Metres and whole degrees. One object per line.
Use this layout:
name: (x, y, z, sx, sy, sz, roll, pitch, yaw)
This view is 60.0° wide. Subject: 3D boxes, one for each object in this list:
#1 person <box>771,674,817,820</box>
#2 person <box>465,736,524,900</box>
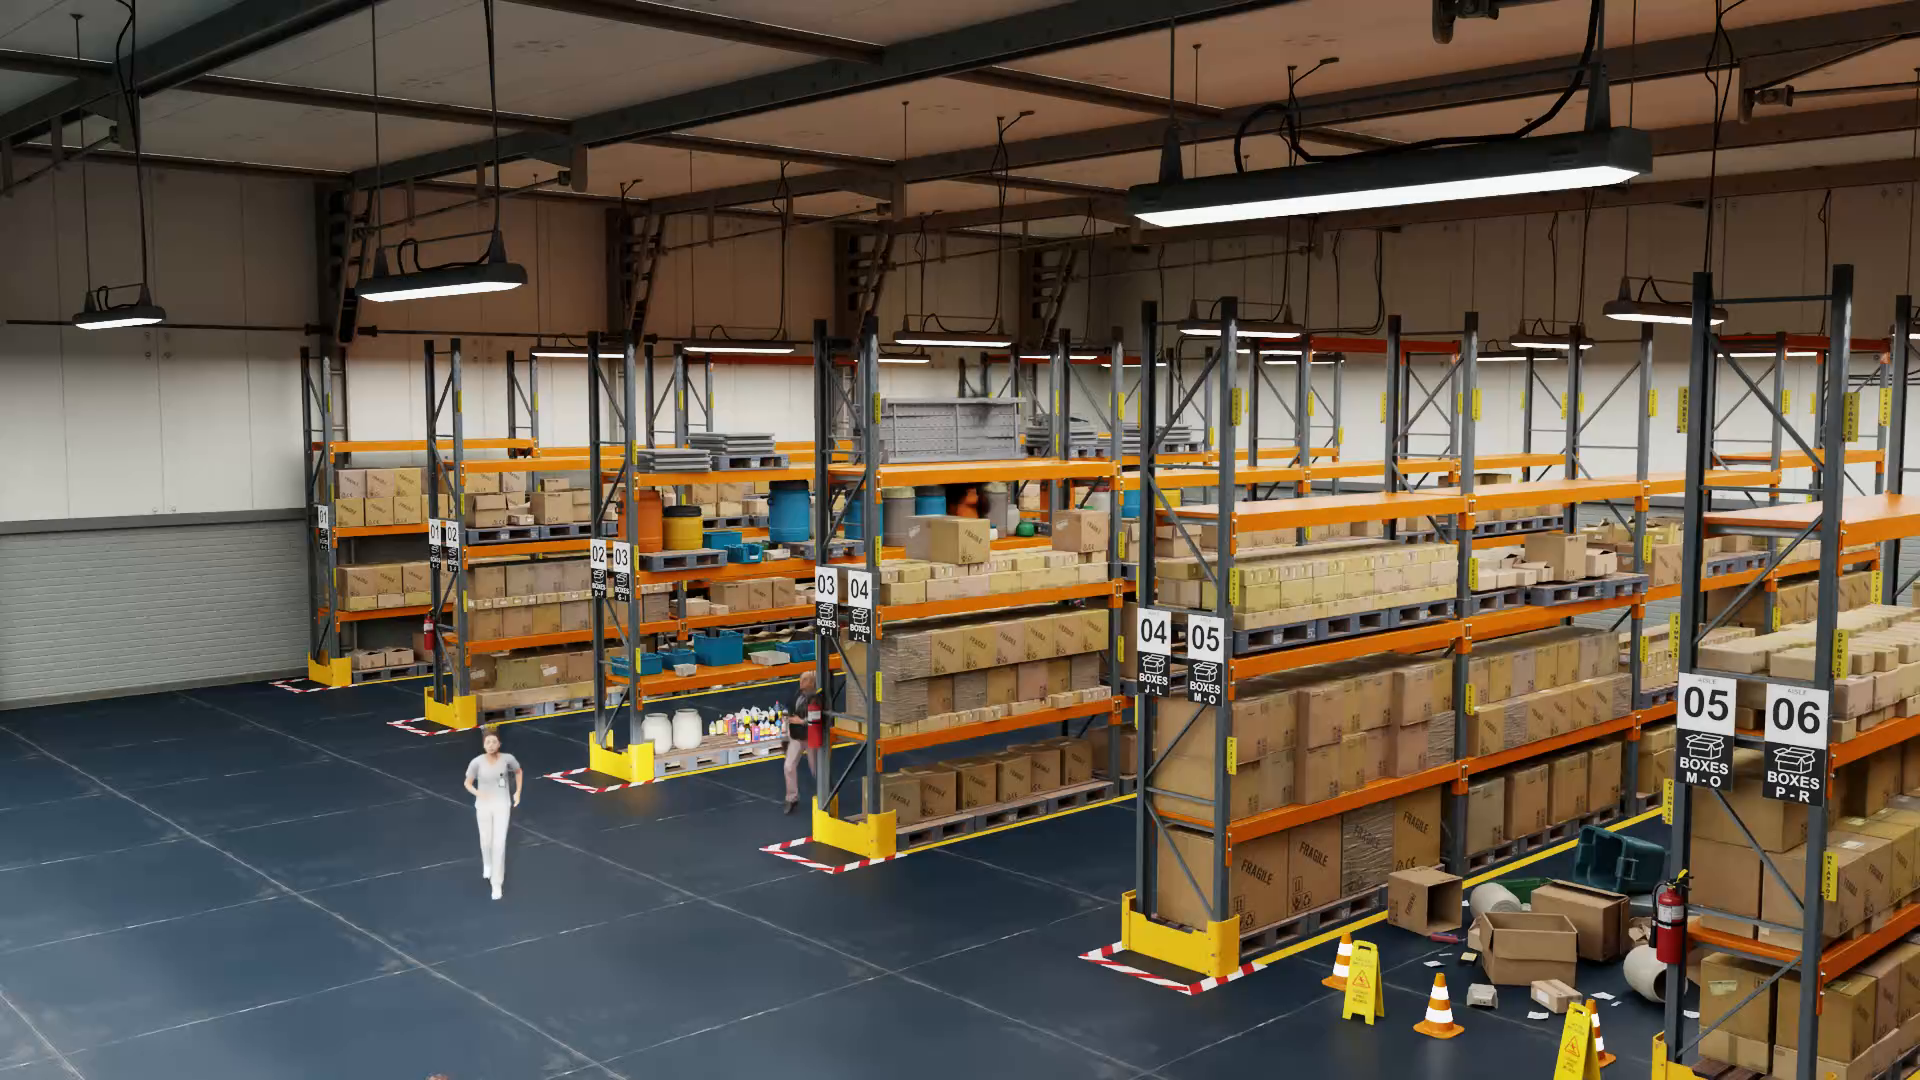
person: (-1.969, 2.504, 20.432, 0.663, 1.734, 0.896, 4, 6, 37)
person: (-4.817, 2.837, 17.243, 0.589, 1.655, 0.685, -1, 5, -14)
